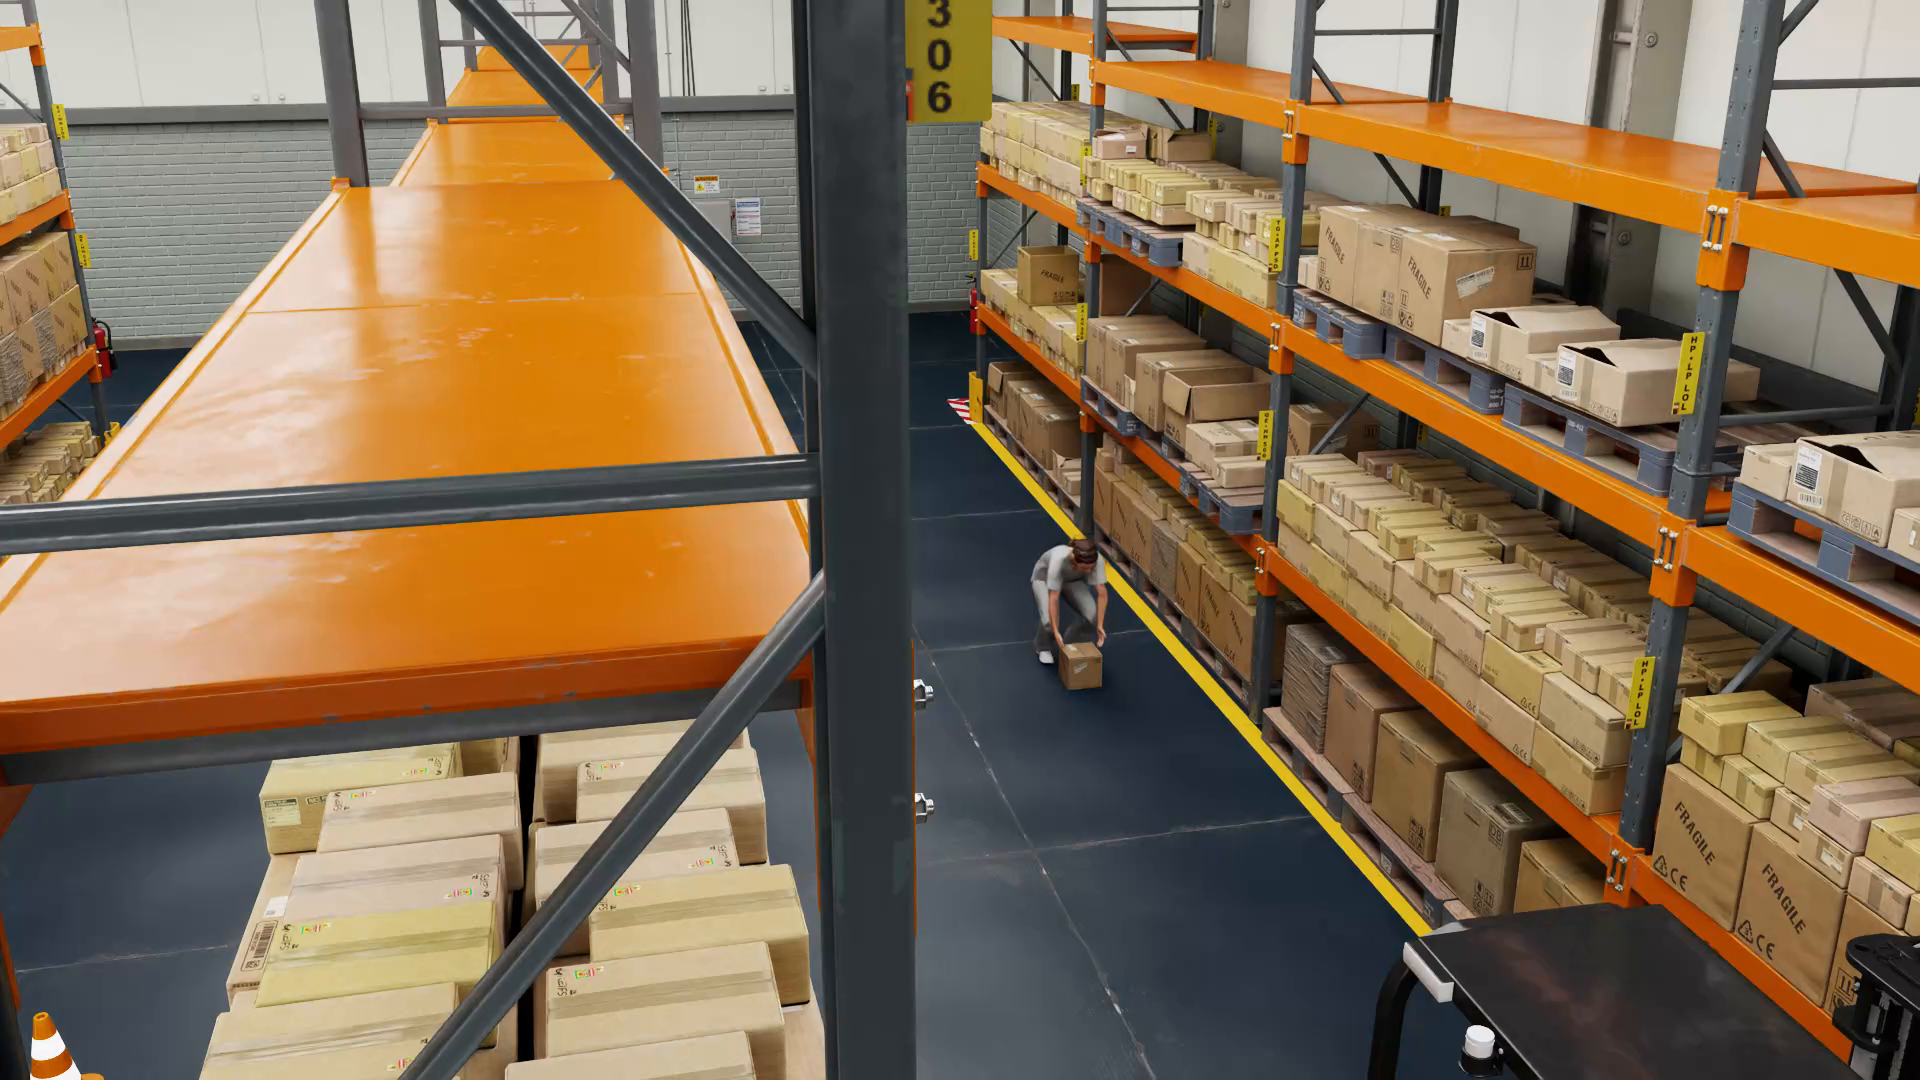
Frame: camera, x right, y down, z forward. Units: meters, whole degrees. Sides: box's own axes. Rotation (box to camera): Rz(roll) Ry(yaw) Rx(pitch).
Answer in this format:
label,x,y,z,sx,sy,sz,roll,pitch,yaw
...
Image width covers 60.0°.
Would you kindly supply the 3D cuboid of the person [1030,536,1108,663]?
label,x,y,z,sx,sy,sz,roll,pitch,yaw
person,0.800,0.406,12.155,0.493,1.048,0.771,-5,20,-13
